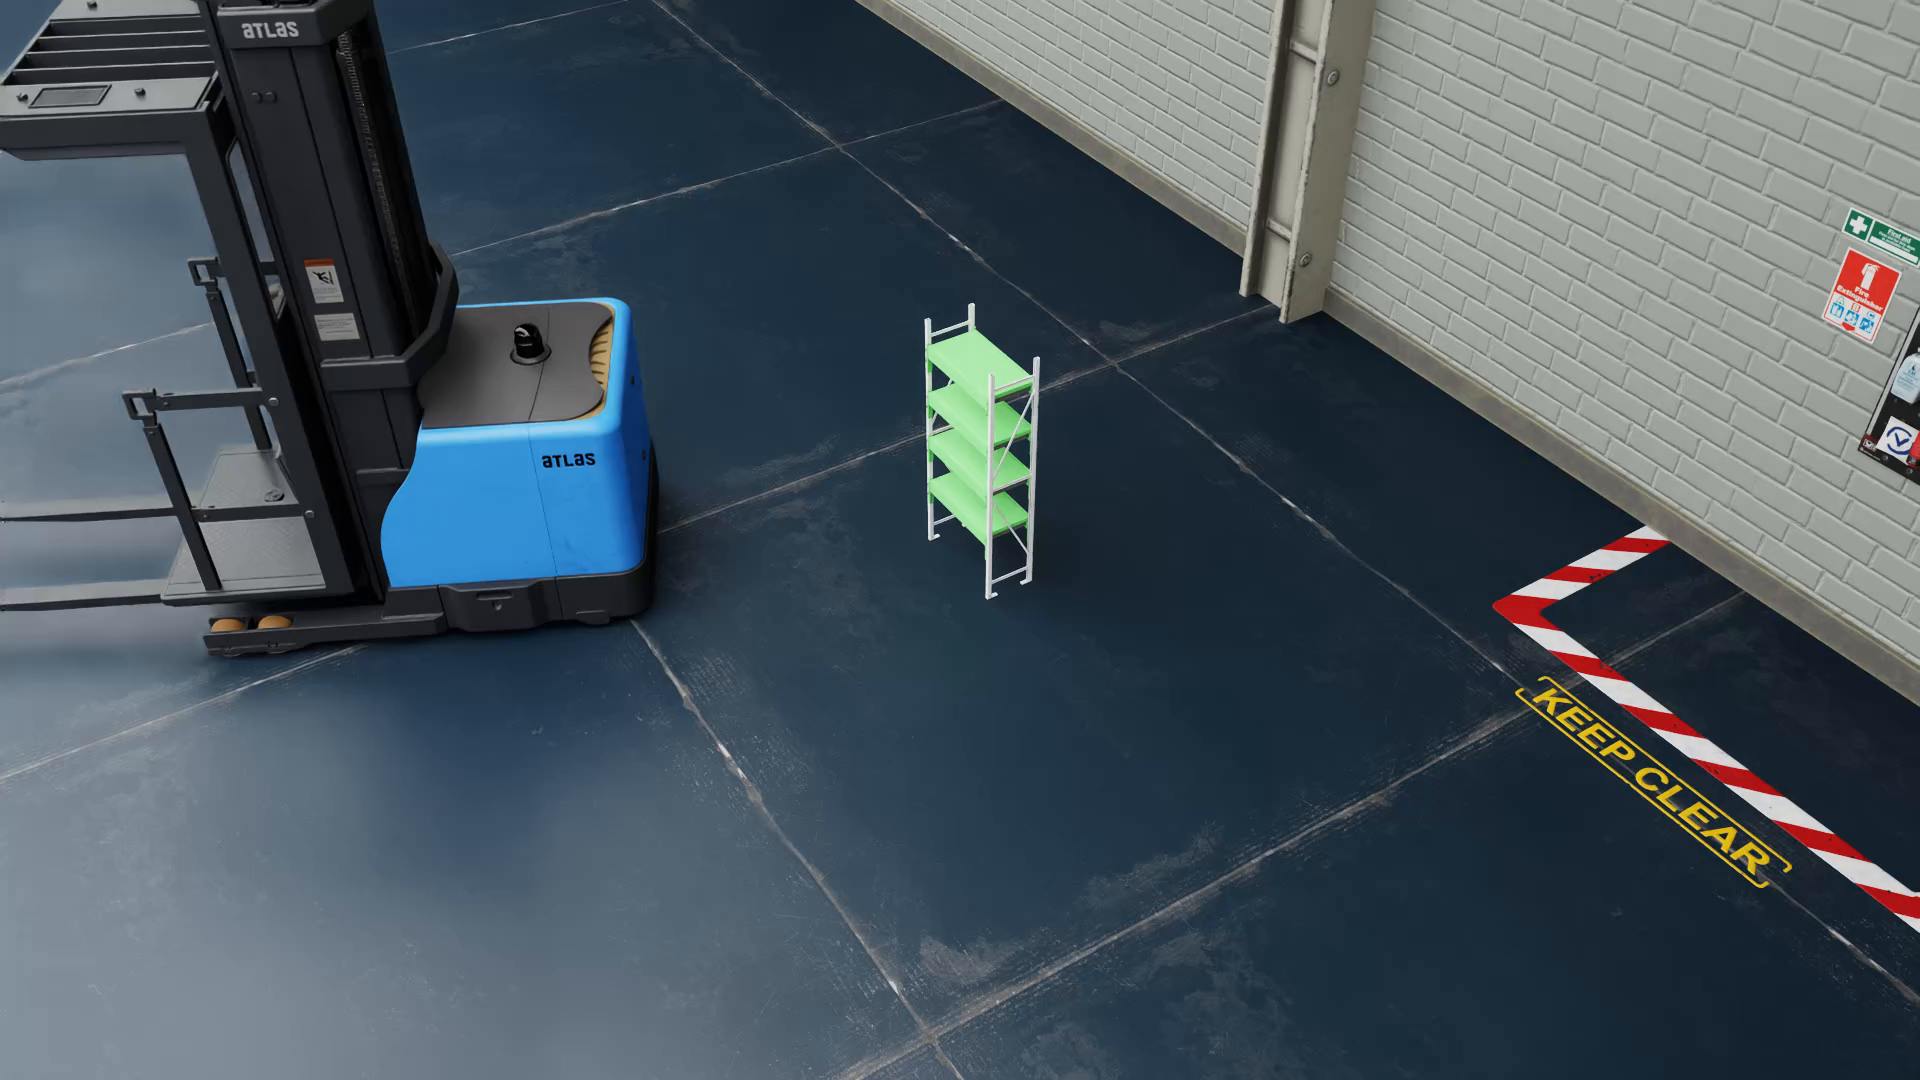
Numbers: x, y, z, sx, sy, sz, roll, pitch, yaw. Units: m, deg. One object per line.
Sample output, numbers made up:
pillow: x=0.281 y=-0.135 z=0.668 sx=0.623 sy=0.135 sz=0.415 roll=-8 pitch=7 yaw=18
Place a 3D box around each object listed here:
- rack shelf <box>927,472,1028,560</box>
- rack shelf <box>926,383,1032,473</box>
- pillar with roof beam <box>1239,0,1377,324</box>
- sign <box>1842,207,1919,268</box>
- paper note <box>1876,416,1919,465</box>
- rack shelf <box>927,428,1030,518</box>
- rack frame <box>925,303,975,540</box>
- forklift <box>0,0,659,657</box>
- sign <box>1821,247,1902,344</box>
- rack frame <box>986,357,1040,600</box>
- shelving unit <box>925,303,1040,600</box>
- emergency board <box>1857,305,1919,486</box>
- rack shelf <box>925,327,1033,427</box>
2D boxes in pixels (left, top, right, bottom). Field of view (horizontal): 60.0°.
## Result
rack shelf: x=0.089 y=-0.138 z=7.453 sx=0.258 sy=0.148 sz=0.480 roll=-22 pitch=45 yaw=-24
rack shelf: x=0.089 y=-0.507 z=7.146 sx=0.258 sy=0.148 sz=0.480 roll=-22 pitch=45 yaw=-24
pillar with roof beam: x=-1.813 y=-3.326 z=4.712 sx=9.100 sy=9.000 sz=0.400 roll=-22 pitch=45 yaw=-24
sign: x=3.531 y=-1.157 z=6.353 sx=0.001 sy=0.109 sz=0.331 roll=-22 pitch=45 yaw=-24
paper note: x=3.710 y=-0.392 z=6.566 sx=0.016 sy=0.148 sz=0.142 roll=-22 pitch=45 yaw=-24
rack shelf: x=0.089 y=-0.323 z=7.300 sx=0.258 sy=0.148 sz=0.480 roll=-22 pitch=45 yaw=-24
rack frame: x=-0.042 y=-0.503 z=7.417 sx=0.240 sy=1.200 sz=0.015 roll=-22 pitch=45 yaw=-24
forklift: x=-2.905 y=-0.982 z=6.638 sx=3.031 sy=2.935 sz=1.130 roll=-4 pitch=40 yaw=-5
sign: x=3.536 y=-0.959 z=6.530 sx=0.001 sy=0.329 sz=0.234 roll=-22 pitch=45 yaw=-24
rack frame: x=0.220 y=-0.240 z=7.101 sx=0.240 sy=1.200 sz=0.015 roll=-22 pitch=45 yaw=-24
shelving unit: x=0.089 y=-0.372 z=7.259 sx=0.258 sy=1.200 sz=0.503 roll=-22 pitch=45 yaw=-24
emergency board: x=3.747 y=-0.611 z=6.140 sx=0.194 sy=1.169 sz=0.643 roll=-22 pitch=45 yaw=-24
rack shelf: x=0.089 y=-0.691 z=6.992 sx=0.258 sy=0.148 sz=0.480 roll=-22 pitch=45 yaw=-24
